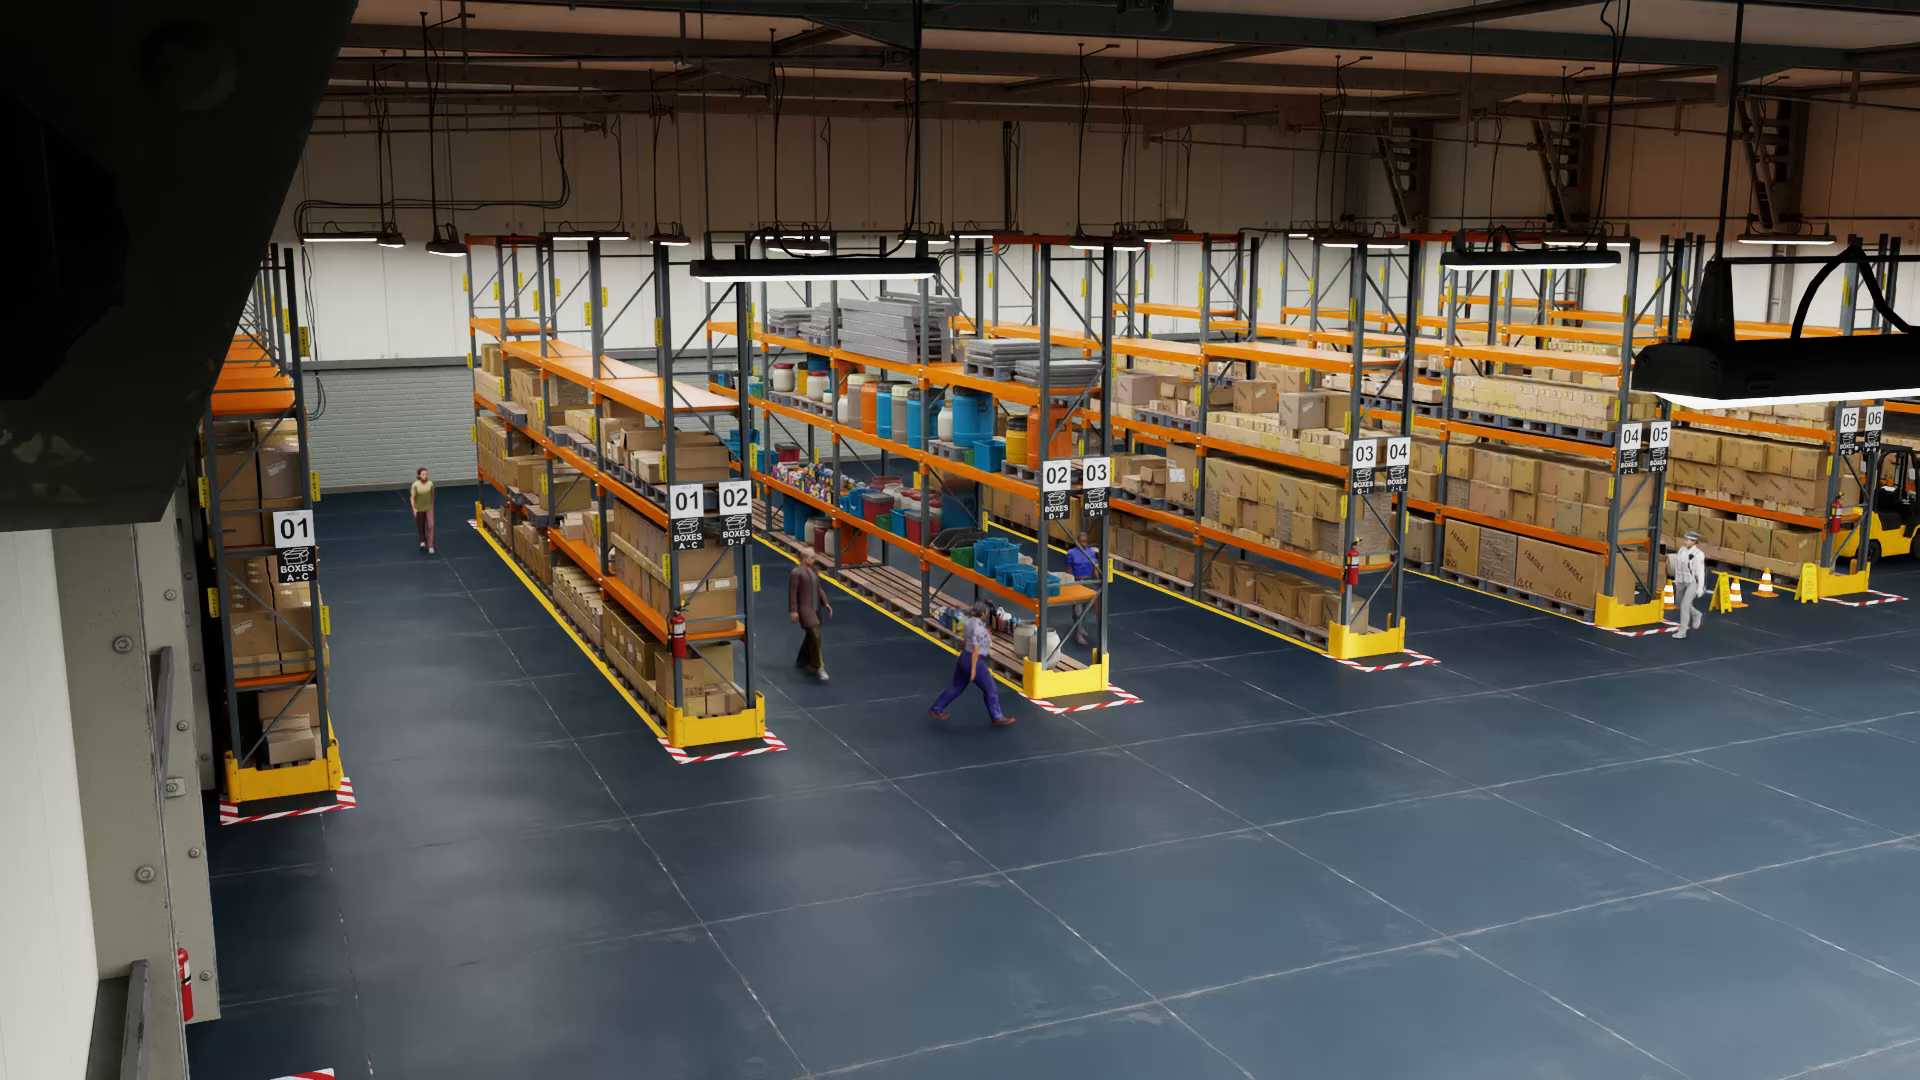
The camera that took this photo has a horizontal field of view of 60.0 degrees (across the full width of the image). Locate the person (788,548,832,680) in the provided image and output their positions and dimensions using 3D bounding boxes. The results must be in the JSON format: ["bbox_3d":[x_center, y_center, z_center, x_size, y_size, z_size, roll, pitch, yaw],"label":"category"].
[{"bbox_3d":[-2.045,1.021,23.284,0.679,1.818,0.612,6,12,27],"label":"person"}]

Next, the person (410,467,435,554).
[{"bbox_3d":[-10.263,-0.588,31.804,0.455,1.604,1.060,-4,12,-21],"label":"person"}]

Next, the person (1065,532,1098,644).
[{"bbox_3d":[1.871,0.700,25.199,0.497,1.636,0.704,-3,11,-14],"label":"person"}]

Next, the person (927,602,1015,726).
[{"bbox_3d":[0.136,1.564,20.937,1.084,1.568,0.498,-2,11,-11],"label":"person"}]

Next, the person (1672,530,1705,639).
[{"bbox_3d":[11.165,0.647,25.385,0.750,1.651,0.509,-6,12,-27],"label":"person"}]
